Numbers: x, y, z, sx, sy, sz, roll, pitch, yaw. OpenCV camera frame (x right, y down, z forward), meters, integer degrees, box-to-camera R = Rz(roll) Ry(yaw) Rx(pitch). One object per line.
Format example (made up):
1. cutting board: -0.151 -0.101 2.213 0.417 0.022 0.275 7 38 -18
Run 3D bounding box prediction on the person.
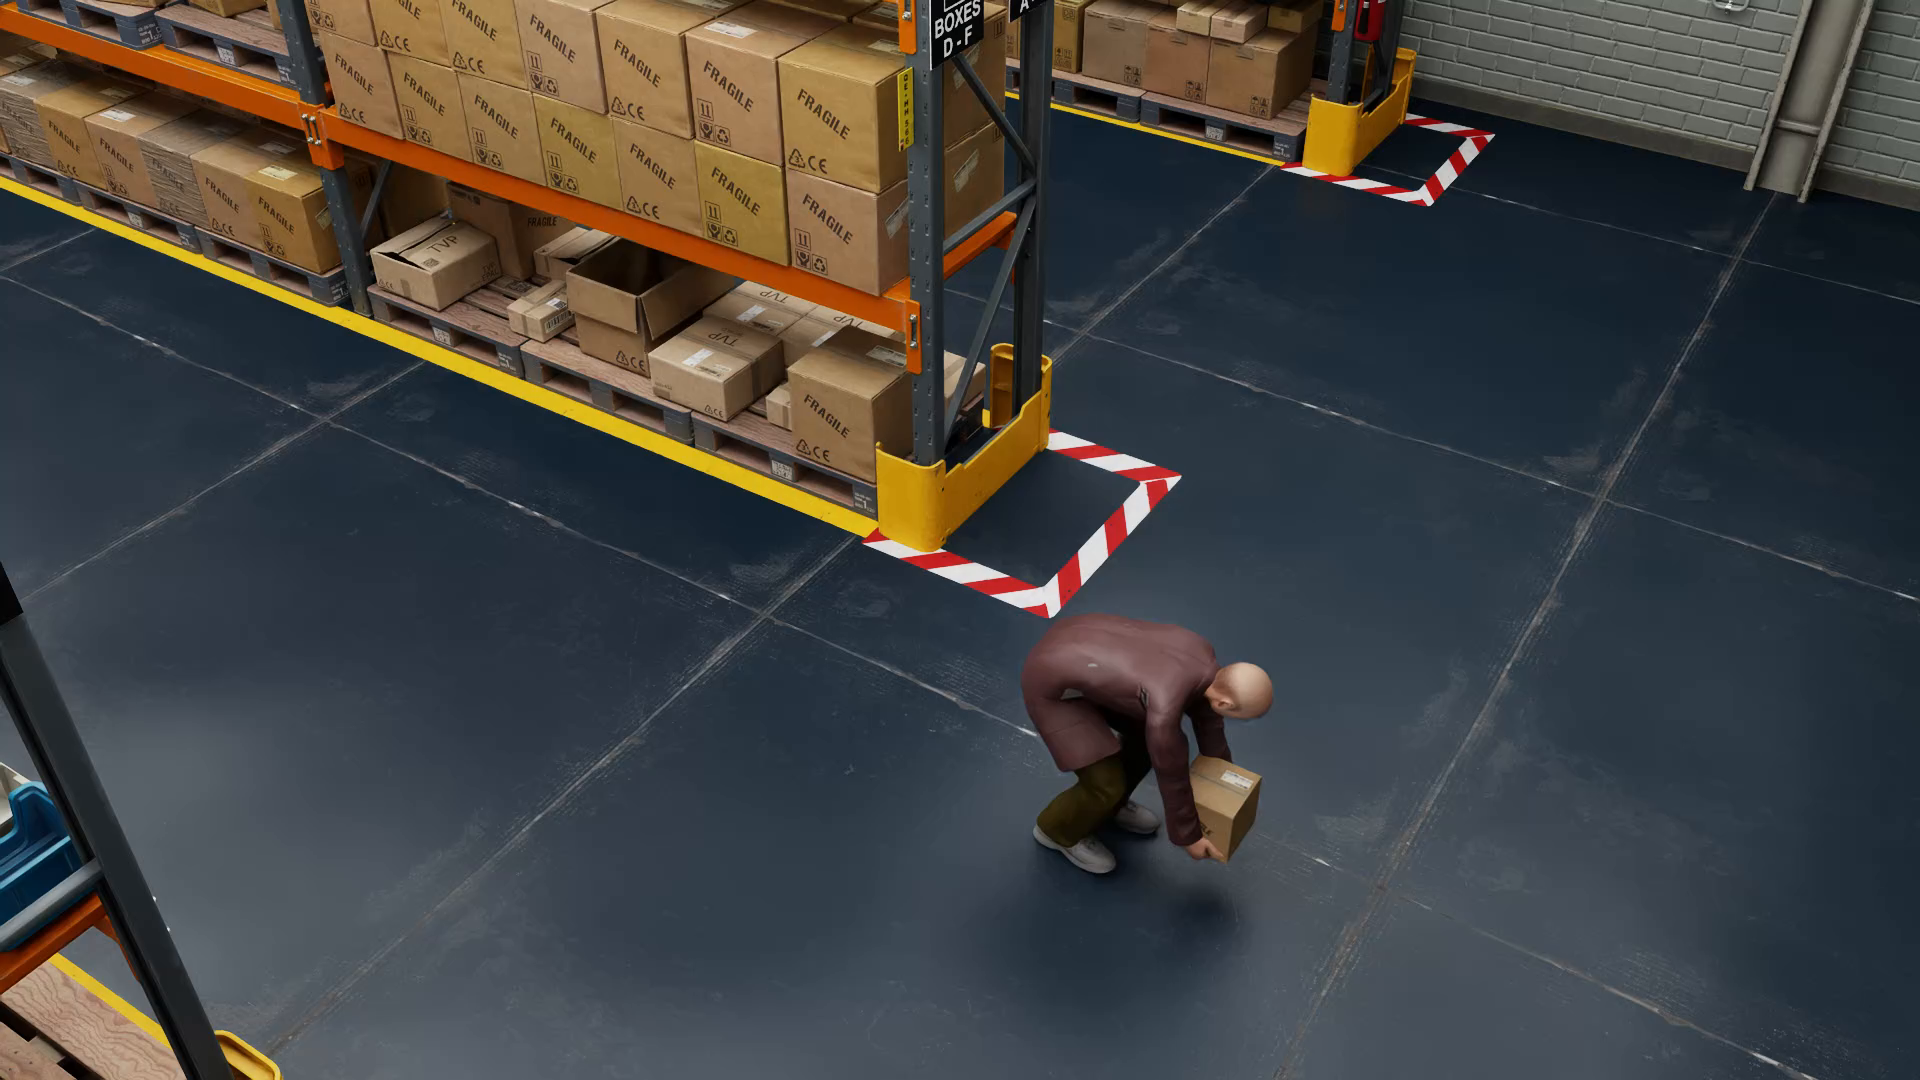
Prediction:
1. person: 0.668 0.789 6.242 0.940 1.086 0.581 19 42 23
